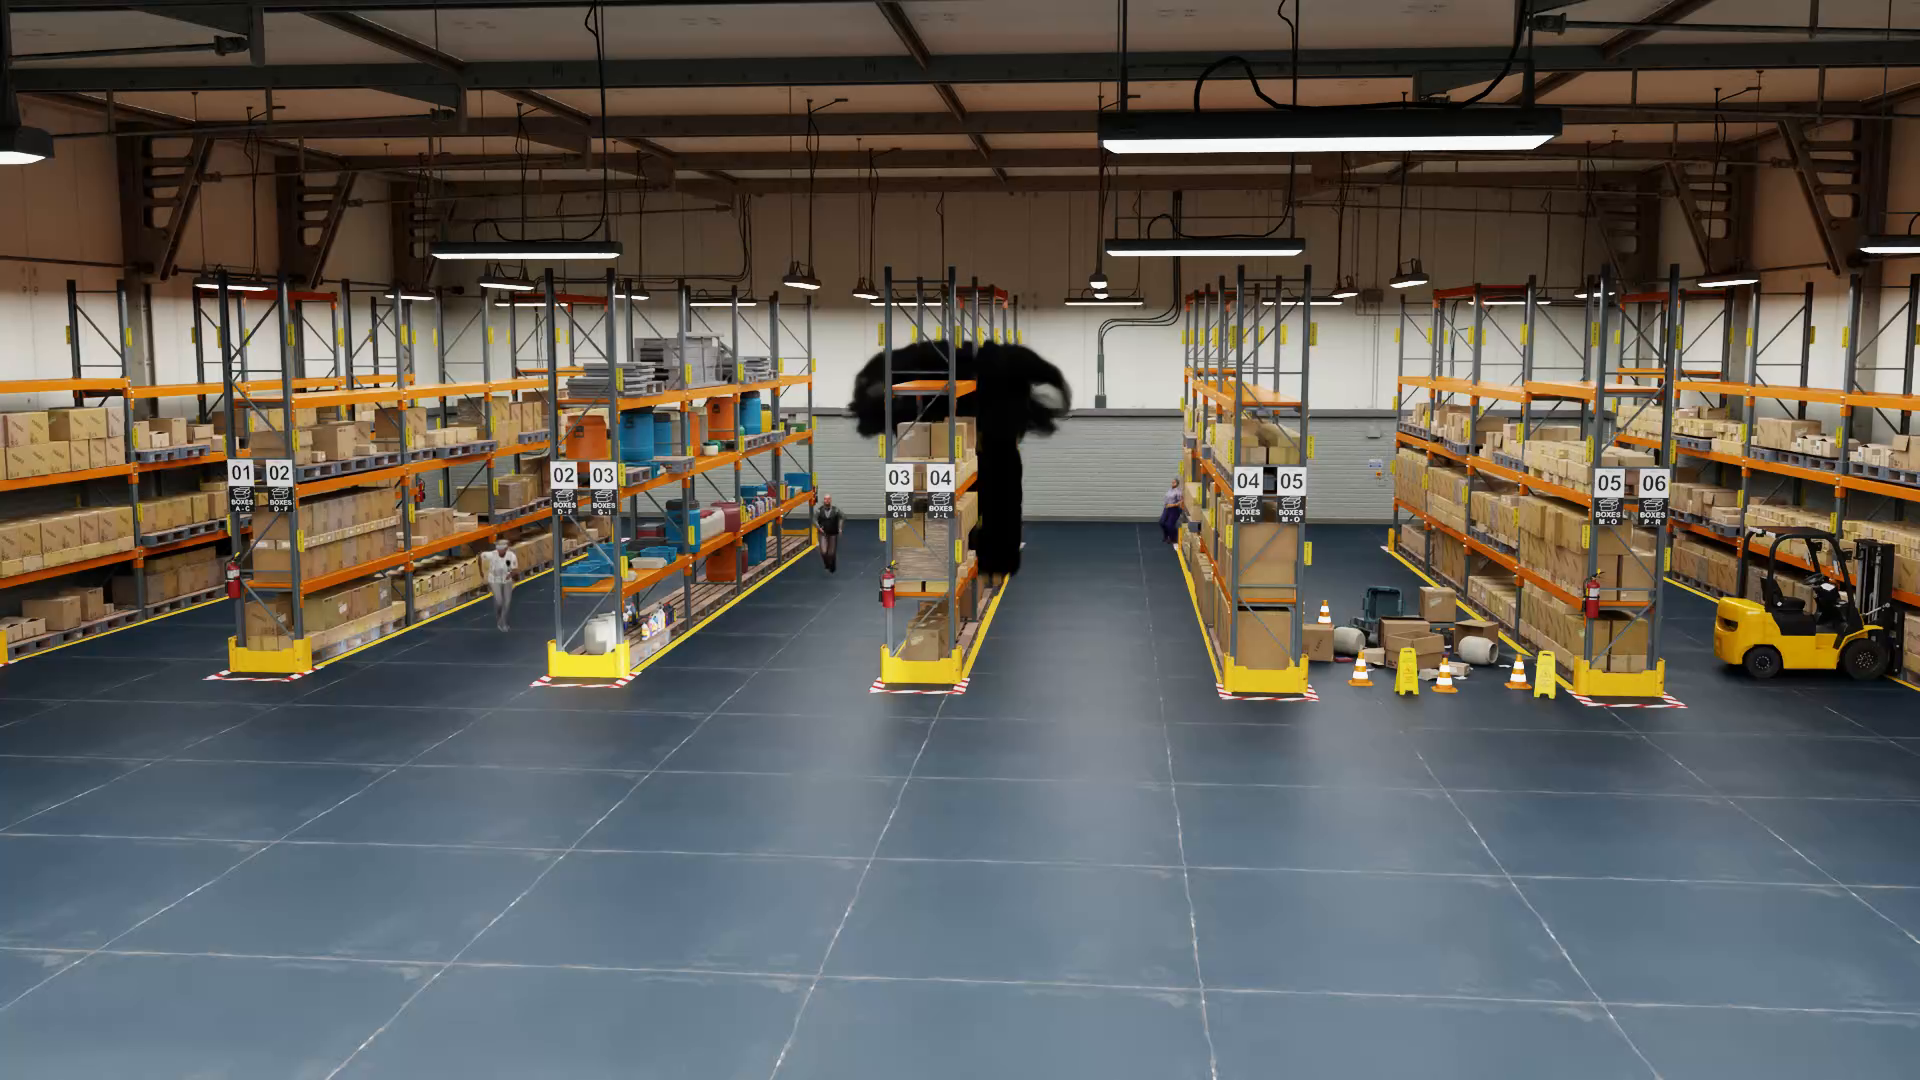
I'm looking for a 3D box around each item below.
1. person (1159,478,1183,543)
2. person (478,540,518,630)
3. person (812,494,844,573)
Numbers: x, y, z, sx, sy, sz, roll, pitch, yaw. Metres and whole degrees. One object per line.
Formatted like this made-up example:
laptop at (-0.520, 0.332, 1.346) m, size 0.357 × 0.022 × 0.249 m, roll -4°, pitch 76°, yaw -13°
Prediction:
person at (5.147, -0.704, 40.463) m, size 0.528 × 1.584 × 0.633 m, roll -6°, pitch 9°, yaw -41°
person at (-7.434, 0.730, 26.784) m, size 0.602 × 1.516 × 0.855 m, roll -3°, pitch 7°, yaw -21°
person at (-2.705, -0.115, 34.110) m, size 0.659 × 1.640 × 0.570 m, roll 0°, pitch 7°, yaw -4°
